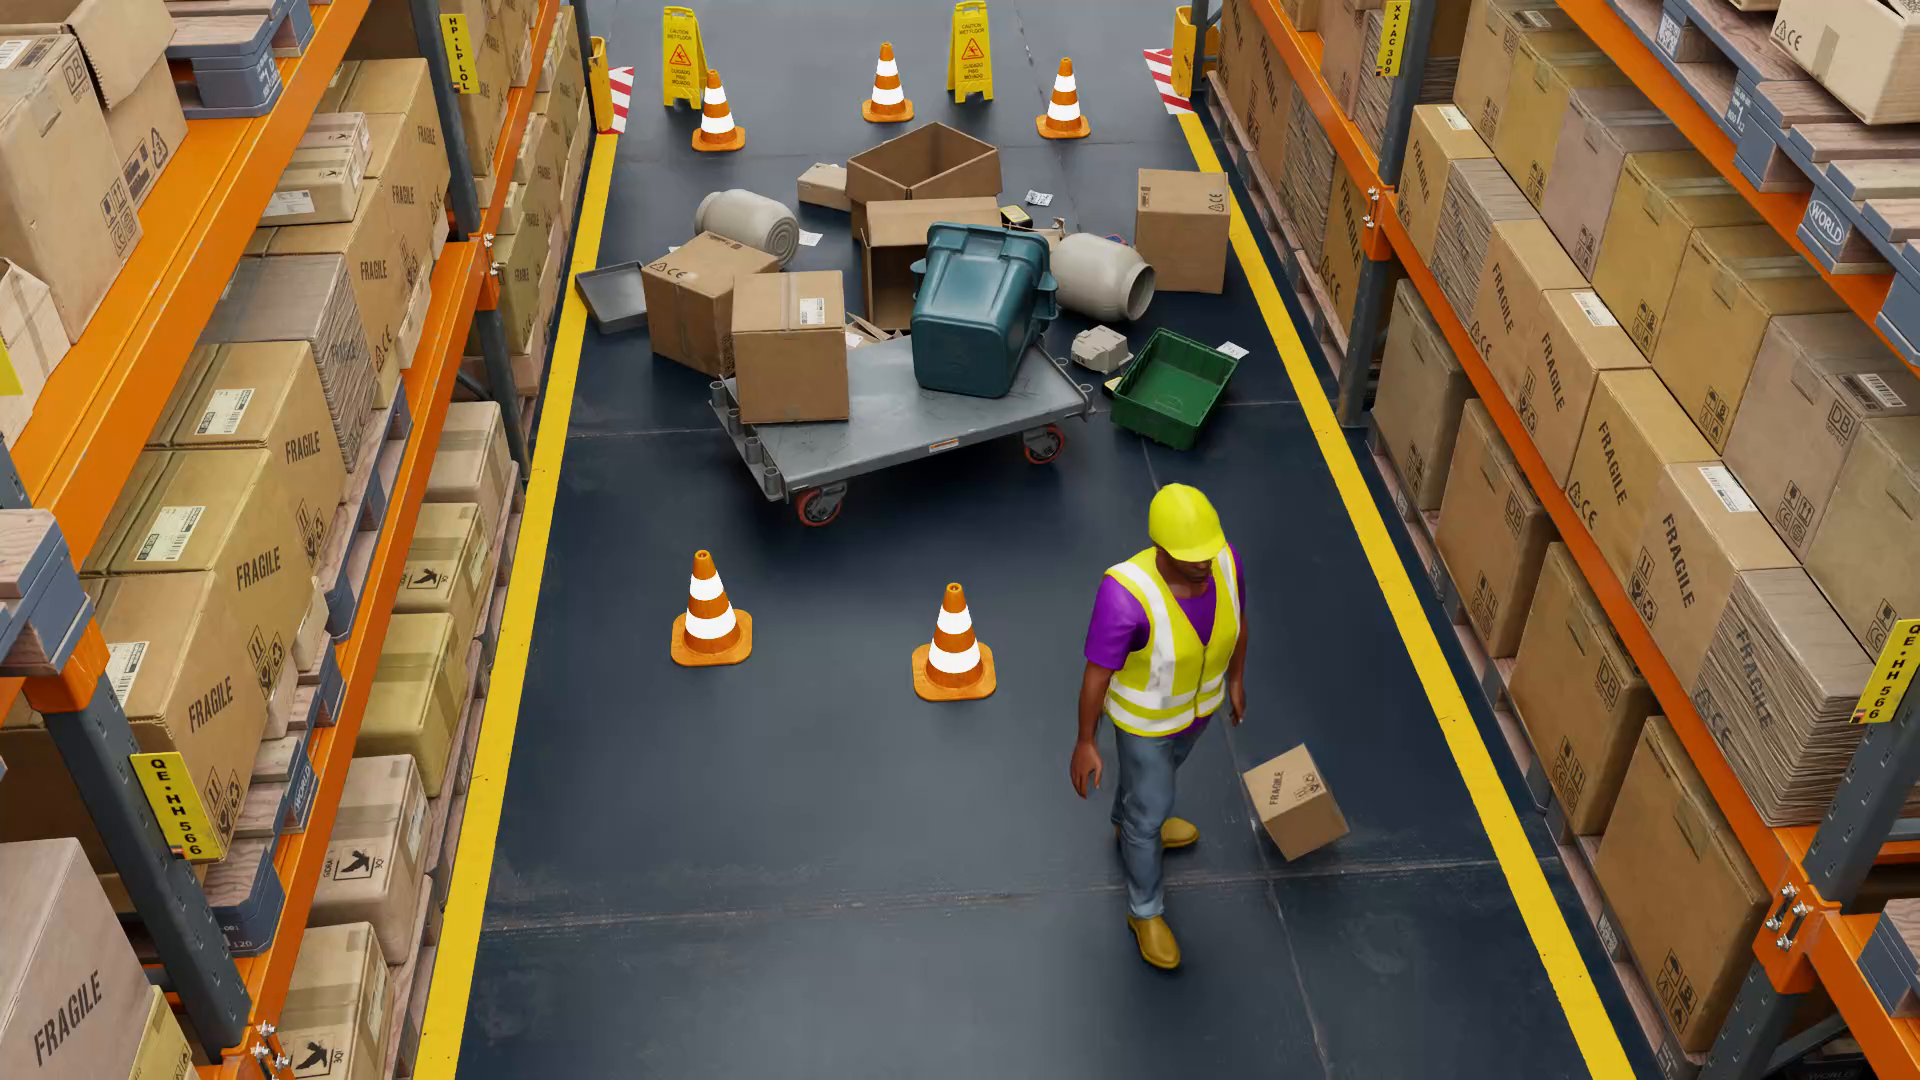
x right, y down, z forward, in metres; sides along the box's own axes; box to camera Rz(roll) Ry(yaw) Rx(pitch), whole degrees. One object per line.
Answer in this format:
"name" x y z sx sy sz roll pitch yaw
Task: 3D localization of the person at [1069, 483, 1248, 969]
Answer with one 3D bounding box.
"person" 0.668 0.587 5.393 0.722 1.766 0.638 -25 45 -28
